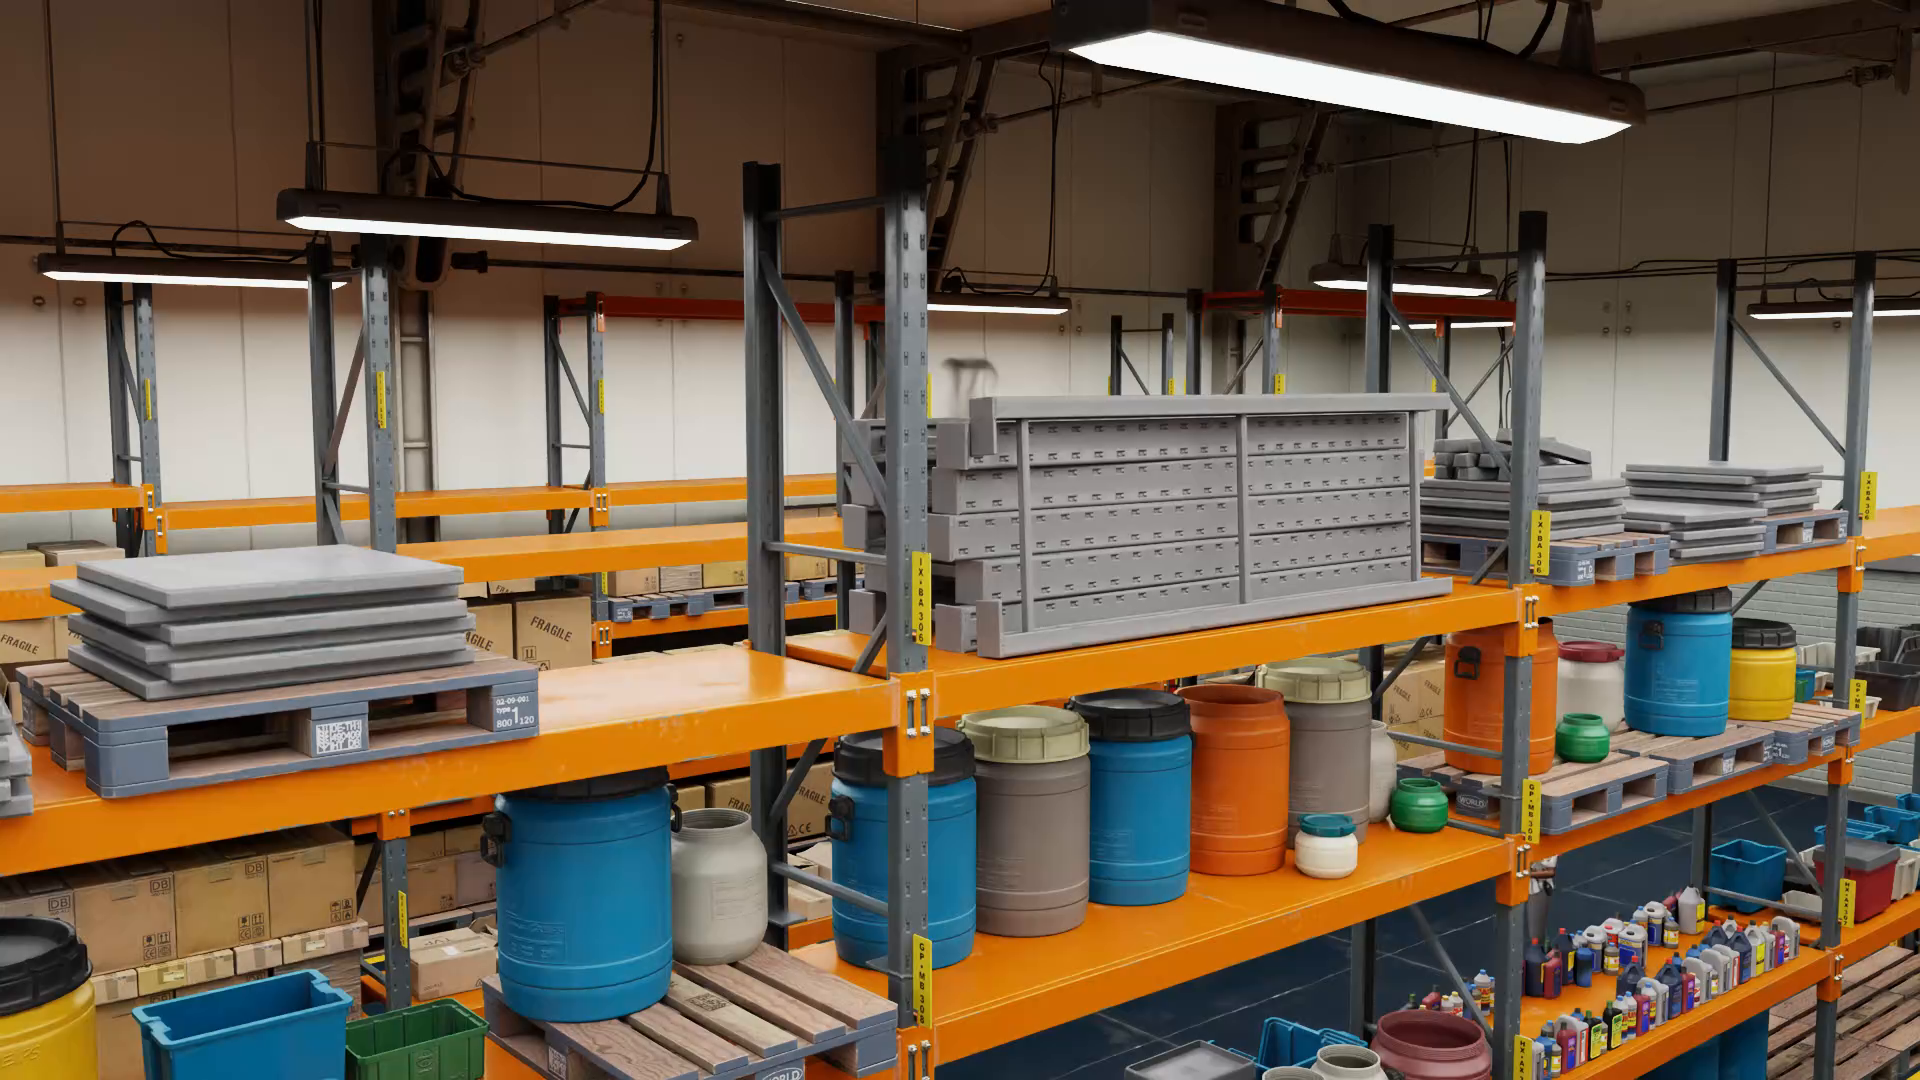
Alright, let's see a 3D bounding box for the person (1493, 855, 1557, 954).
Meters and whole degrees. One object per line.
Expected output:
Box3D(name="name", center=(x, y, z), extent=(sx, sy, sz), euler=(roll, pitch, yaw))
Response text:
Box3D(name="person", center=(4.793, 2.970, 14.081), extent=(0.789, 1.663, 0.605), euler=(-4, 7, -39))
